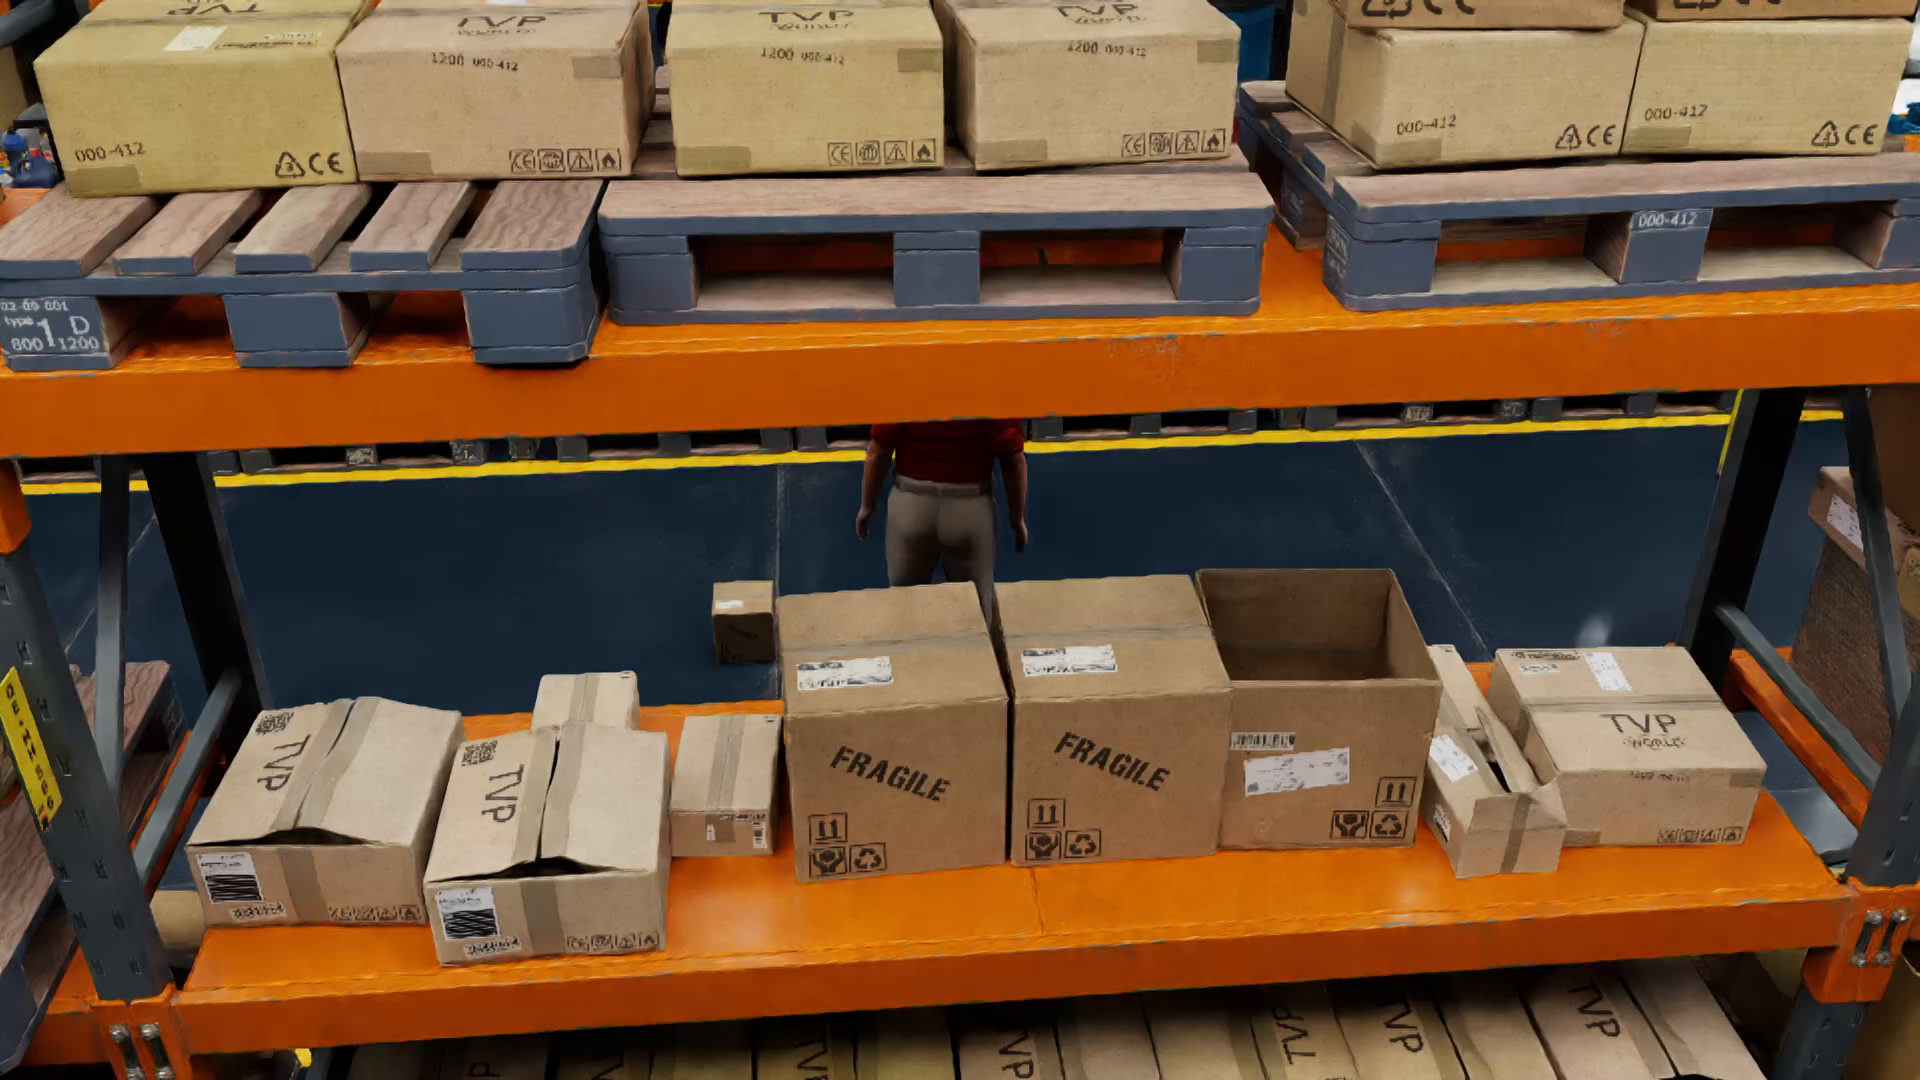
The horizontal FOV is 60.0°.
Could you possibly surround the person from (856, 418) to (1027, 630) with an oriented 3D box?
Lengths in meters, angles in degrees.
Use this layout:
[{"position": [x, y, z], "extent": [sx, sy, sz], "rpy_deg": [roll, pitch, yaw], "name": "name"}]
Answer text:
[{"position": [-0.069, -0.110, 6.292], "extent": [0.651, 1.733, 0.439], "rpy_deg": [3, 31, 5], "name": "person"}]
